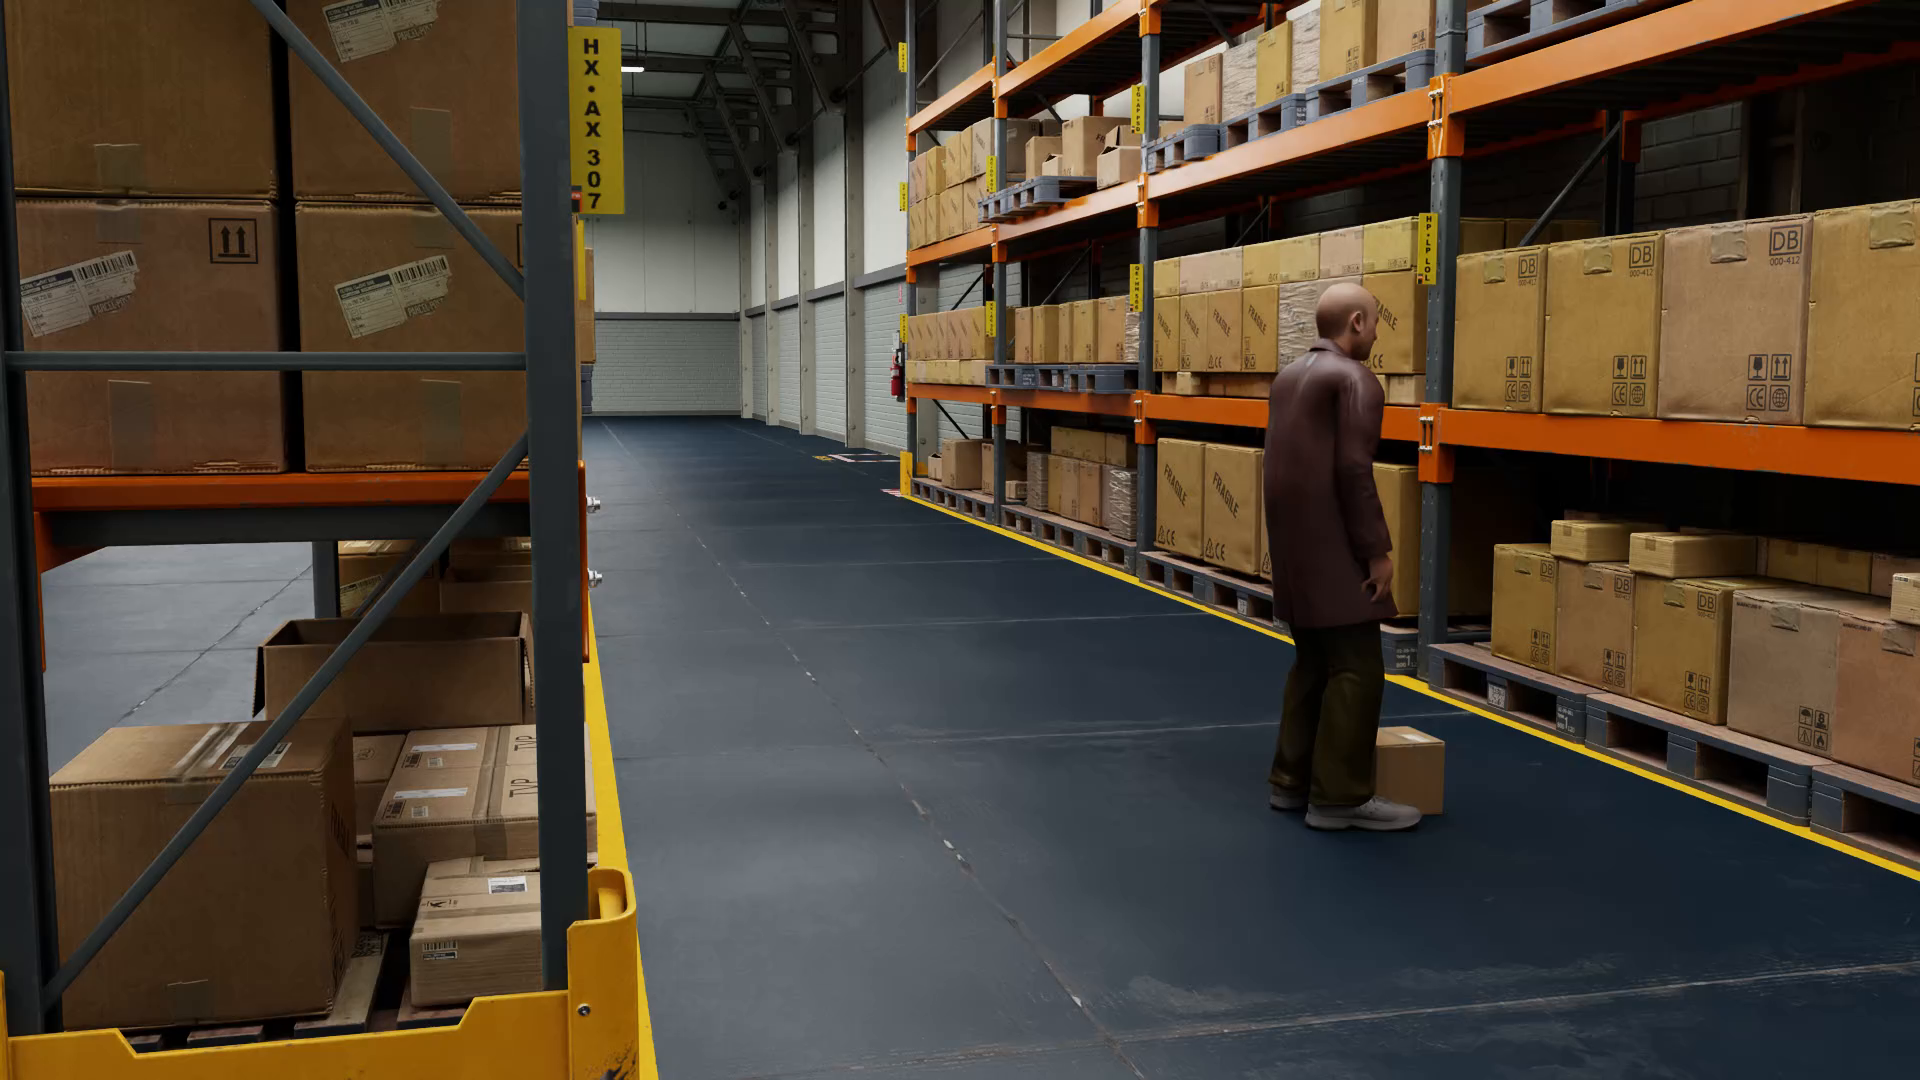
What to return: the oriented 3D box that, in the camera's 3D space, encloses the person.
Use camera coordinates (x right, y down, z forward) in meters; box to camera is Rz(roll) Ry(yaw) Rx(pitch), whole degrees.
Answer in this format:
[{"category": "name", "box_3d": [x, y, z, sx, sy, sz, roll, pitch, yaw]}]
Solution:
[{"category": "person", "box_3d": [1.233, 0.038, 5.525, 0.429, 1.772, 0.643, -2, 6, -16]}]
